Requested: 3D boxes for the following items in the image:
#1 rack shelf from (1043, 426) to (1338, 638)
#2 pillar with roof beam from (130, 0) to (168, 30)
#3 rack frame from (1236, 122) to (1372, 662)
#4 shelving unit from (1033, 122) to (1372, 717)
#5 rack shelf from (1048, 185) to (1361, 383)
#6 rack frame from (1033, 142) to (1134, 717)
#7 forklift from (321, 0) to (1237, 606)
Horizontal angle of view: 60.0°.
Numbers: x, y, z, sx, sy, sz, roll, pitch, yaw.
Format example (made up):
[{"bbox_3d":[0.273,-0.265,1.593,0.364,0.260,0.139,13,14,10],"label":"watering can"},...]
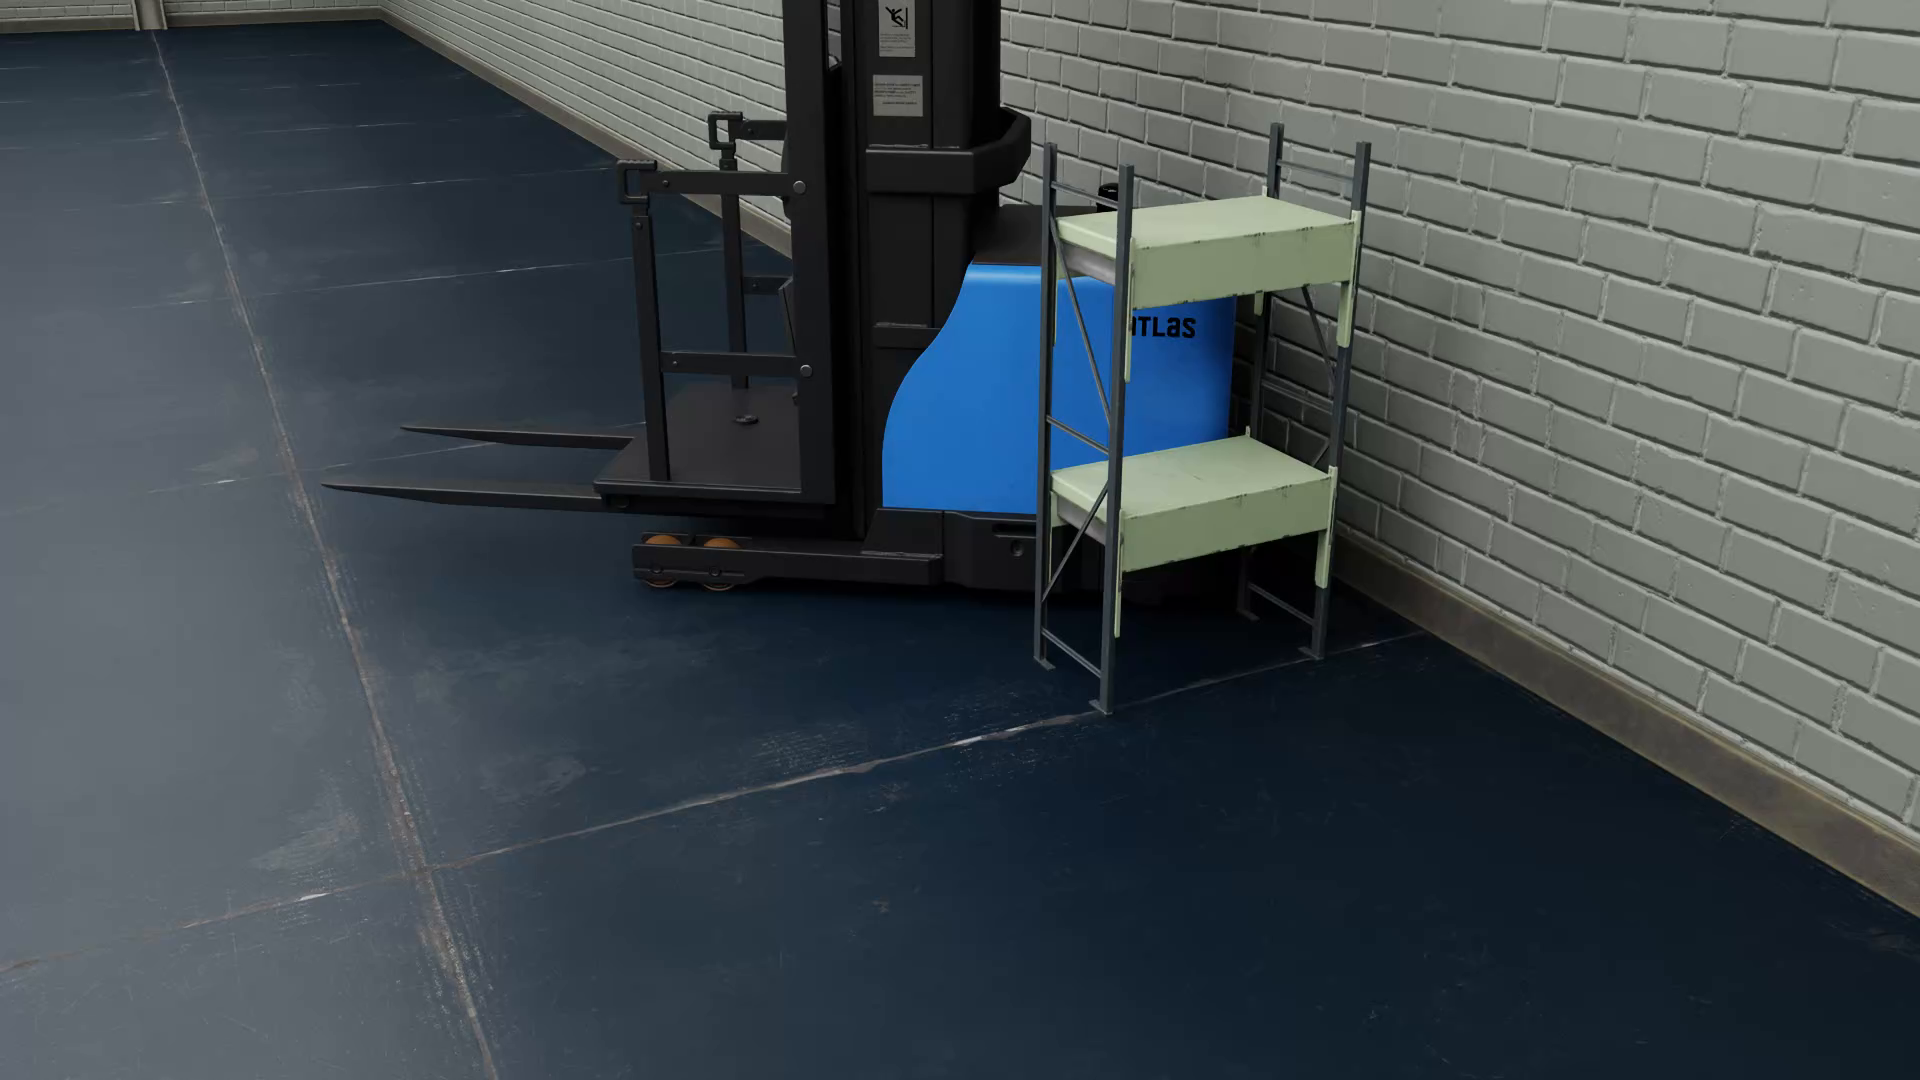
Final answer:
[{"bbox_3d":[0.644,-0.039,4.736,0.720,0.370,0.431,-11,25,-25],"label":"rack shelf"},{"bbox_3d":[-9.004,-9.549,17.053,0.400,9.000,9.100,-10,25,-24],"label":"pillar with roof beam"},{"bbox_3d":[0.968,-0.405,4.767,0.023,1.500,0.400,-11,25,-25],"label":"rack frame"},{"bbox_3d":[0.644,-0.340,4.611,0.755,1.500,0.431,-11,25,-25],"label":"shelving unit"},{"bbox_3d":[0.644,-0.701,4.462,0.720,0.370,0.431,-11,25,-25],"label":"rack shelf"},{"bbox_3d":[0.319,-0.276,4.455,0.023,1.500,0.400,-11,25,-25],"label":"rack frame"},{"bbox_3d":[-0.621,-1.387,5.268,3.031,2.935,1.130,3,23,7],"label":"forklift"}]
